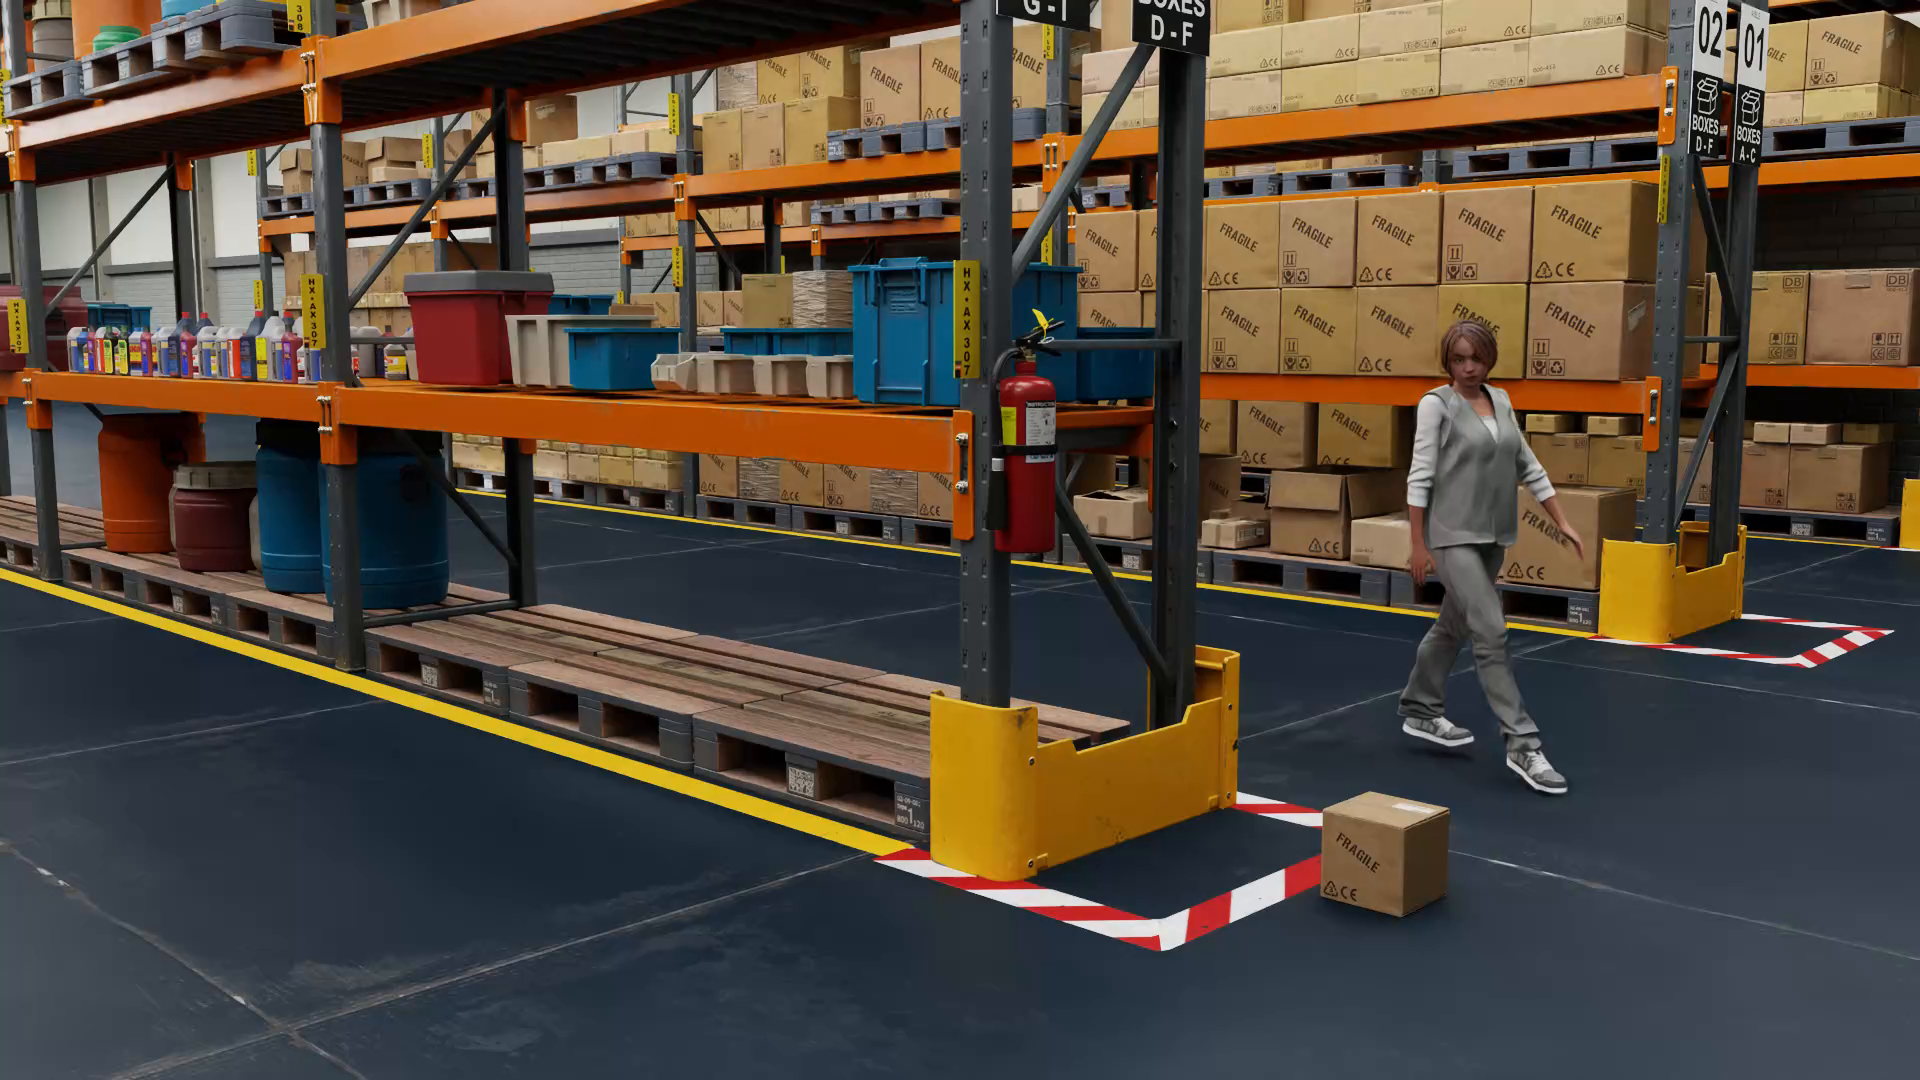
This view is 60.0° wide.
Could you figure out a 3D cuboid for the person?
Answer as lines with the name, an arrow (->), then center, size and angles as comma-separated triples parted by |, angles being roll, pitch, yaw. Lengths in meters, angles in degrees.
person -> 1.866, 0.023, 5.824 | 0.538, 1.576, 0.808 | -4, 8, -26
